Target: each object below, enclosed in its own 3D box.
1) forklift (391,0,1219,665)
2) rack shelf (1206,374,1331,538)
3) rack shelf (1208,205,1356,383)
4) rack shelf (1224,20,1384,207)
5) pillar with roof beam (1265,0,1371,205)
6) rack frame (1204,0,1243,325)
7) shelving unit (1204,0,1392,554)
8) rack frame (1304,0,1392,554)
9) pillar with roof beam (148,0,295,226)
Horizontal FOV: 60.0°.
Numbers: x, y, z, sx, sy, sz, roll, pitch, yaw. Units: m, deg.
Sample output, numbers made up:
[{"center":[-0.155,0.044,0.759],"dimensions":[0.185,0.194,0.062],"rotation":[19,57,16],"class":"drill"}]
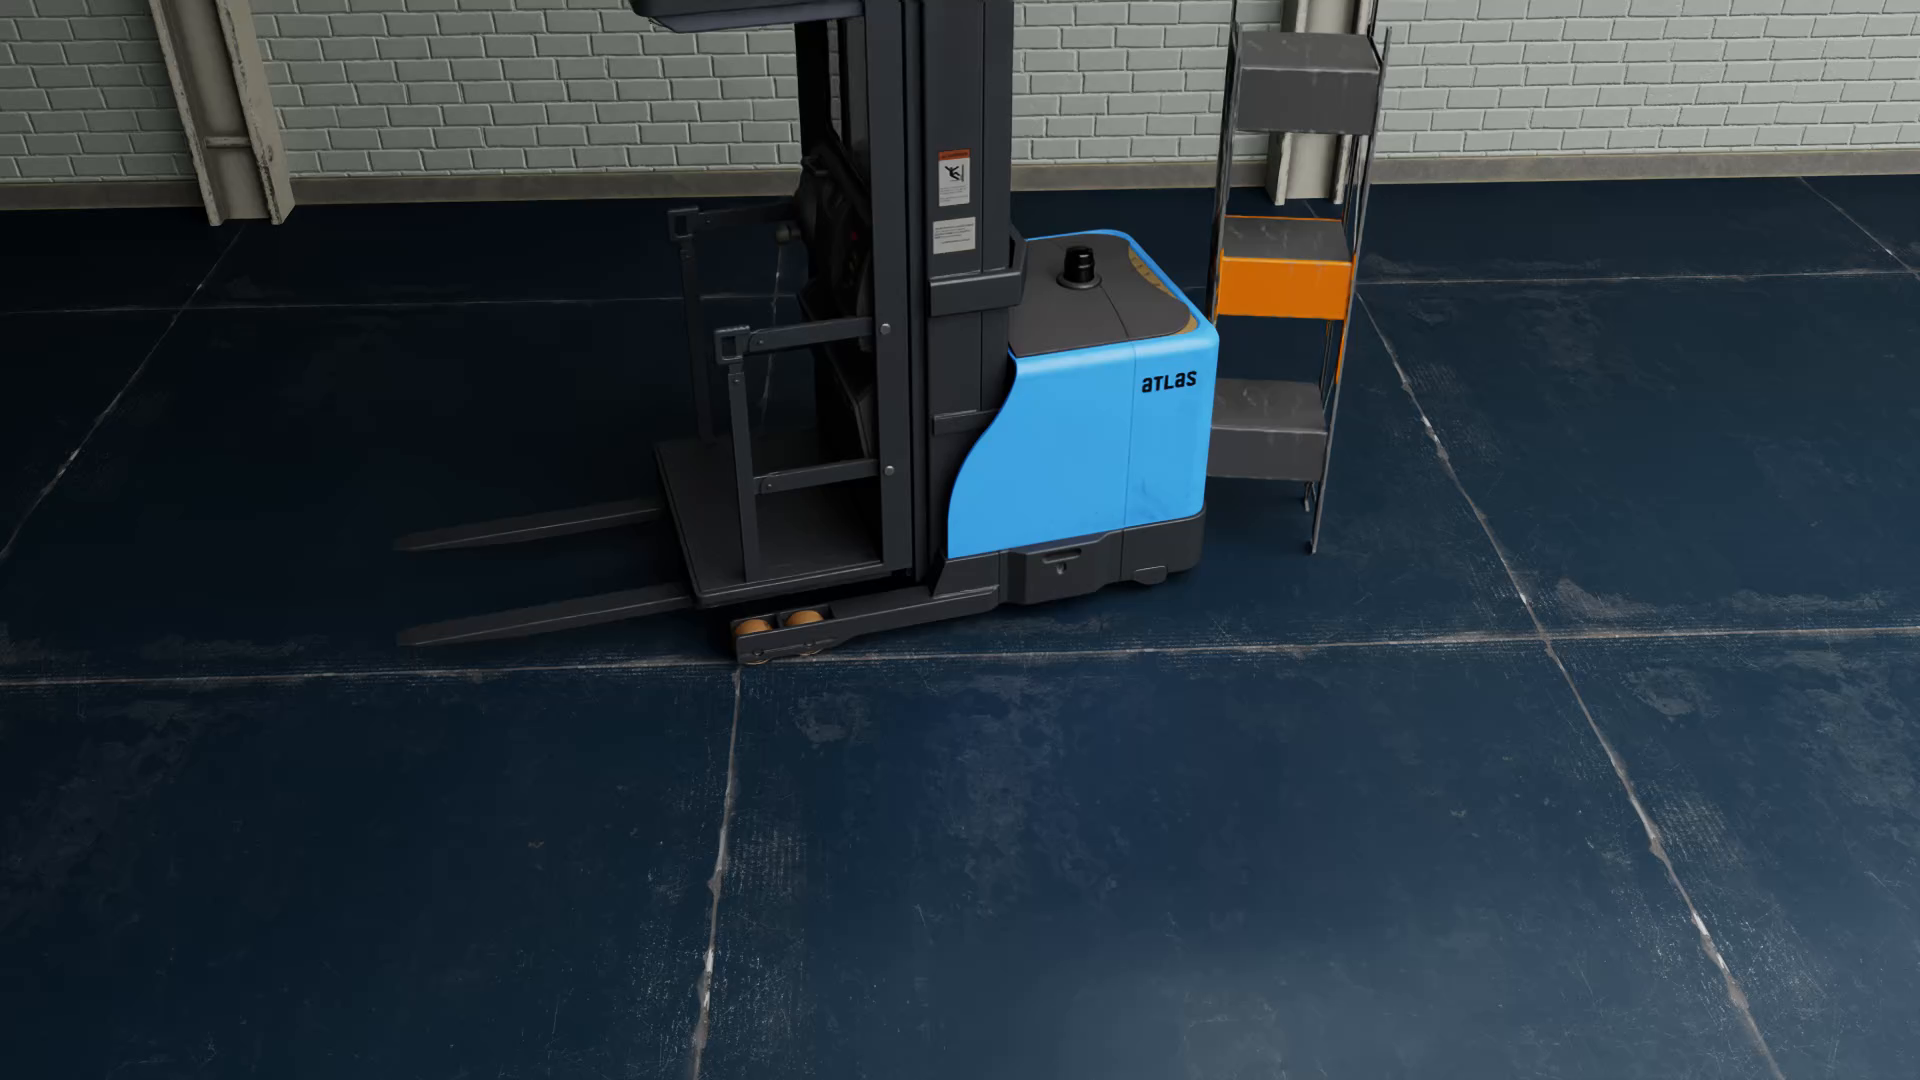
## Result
[{"center":[-0.626,-1.084,5.740],"dimensions":[3.031,2.935,1.130],"rotation":[-10,36,-14],"class":"forklift"},{"center":[1.193,-0.348,6.657],"dimensions":[0.480,0.518,0.431],"rotation":[3,34,4],"class":"rack shelf"},{"center":[1.193,-0.928,6.265],"dimensions":[0.480,0.518,0.431],"rotation":[3,34,4],"class":"rack shelf"},{"center":[1.194,-1.508,5.873],"dimensions":[0.480,0.518,0.431],"rotation":[3,34,4],"class":"rack shelf"},{"center":[2.195,-3.263,3.558],"dimensions":[0.400,9.000,9.100],"rotation":[-2,35,-2],"class":"pillar with roof beam"},{"center":[0.950,-0.952,6.275],"dimensions":[0.015,2.100,0.400],"rotation":[3,34,4],"class":"rack frame"},{"center":[1.193,-0.939,6.257],"dimensions":[0.503,2.100,0.431],"rotation":[3,34,4],"class":"shelving unit"},{"center":[1.436,-0.927,6.239],"dimensions":[0.015,2.100,0.400],"rotation":[3,34,4],"class":"rack frame"},{"center":[-3.798,-3.102,3.324],"dimensions":[0.400,9.000,9.100],"rotation":[-2,35,-2],"class":"pillar with roof beam"}]
